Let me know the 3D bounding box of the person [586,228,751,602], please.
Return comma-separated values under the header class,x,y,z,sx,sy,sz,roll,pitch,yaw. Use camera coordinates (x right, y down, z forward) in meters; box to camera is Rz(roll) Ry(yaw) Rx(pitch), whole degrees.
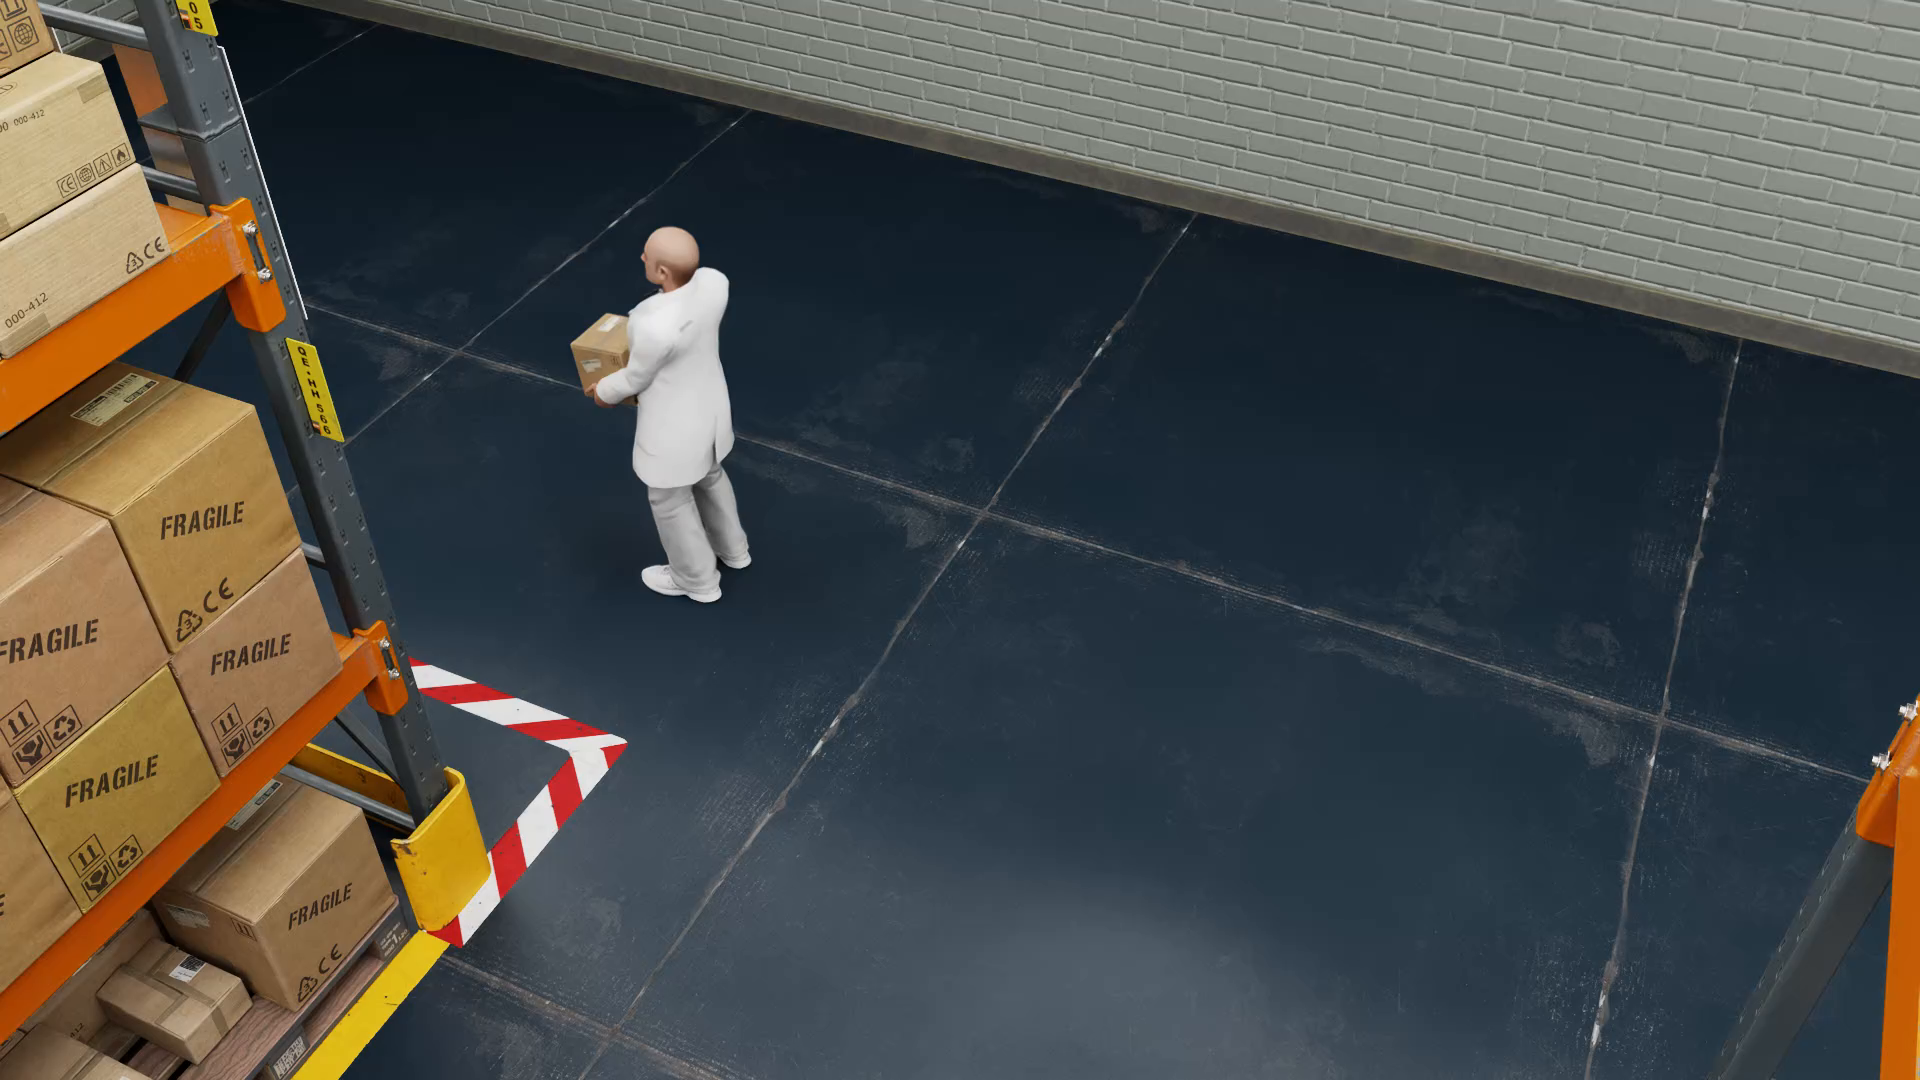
class,x,y,z,sx,sy,sz,roll,pitch,yaw
person,-1.209,-0.534,6.780,0.555,1.769,0.530,18,44,19
